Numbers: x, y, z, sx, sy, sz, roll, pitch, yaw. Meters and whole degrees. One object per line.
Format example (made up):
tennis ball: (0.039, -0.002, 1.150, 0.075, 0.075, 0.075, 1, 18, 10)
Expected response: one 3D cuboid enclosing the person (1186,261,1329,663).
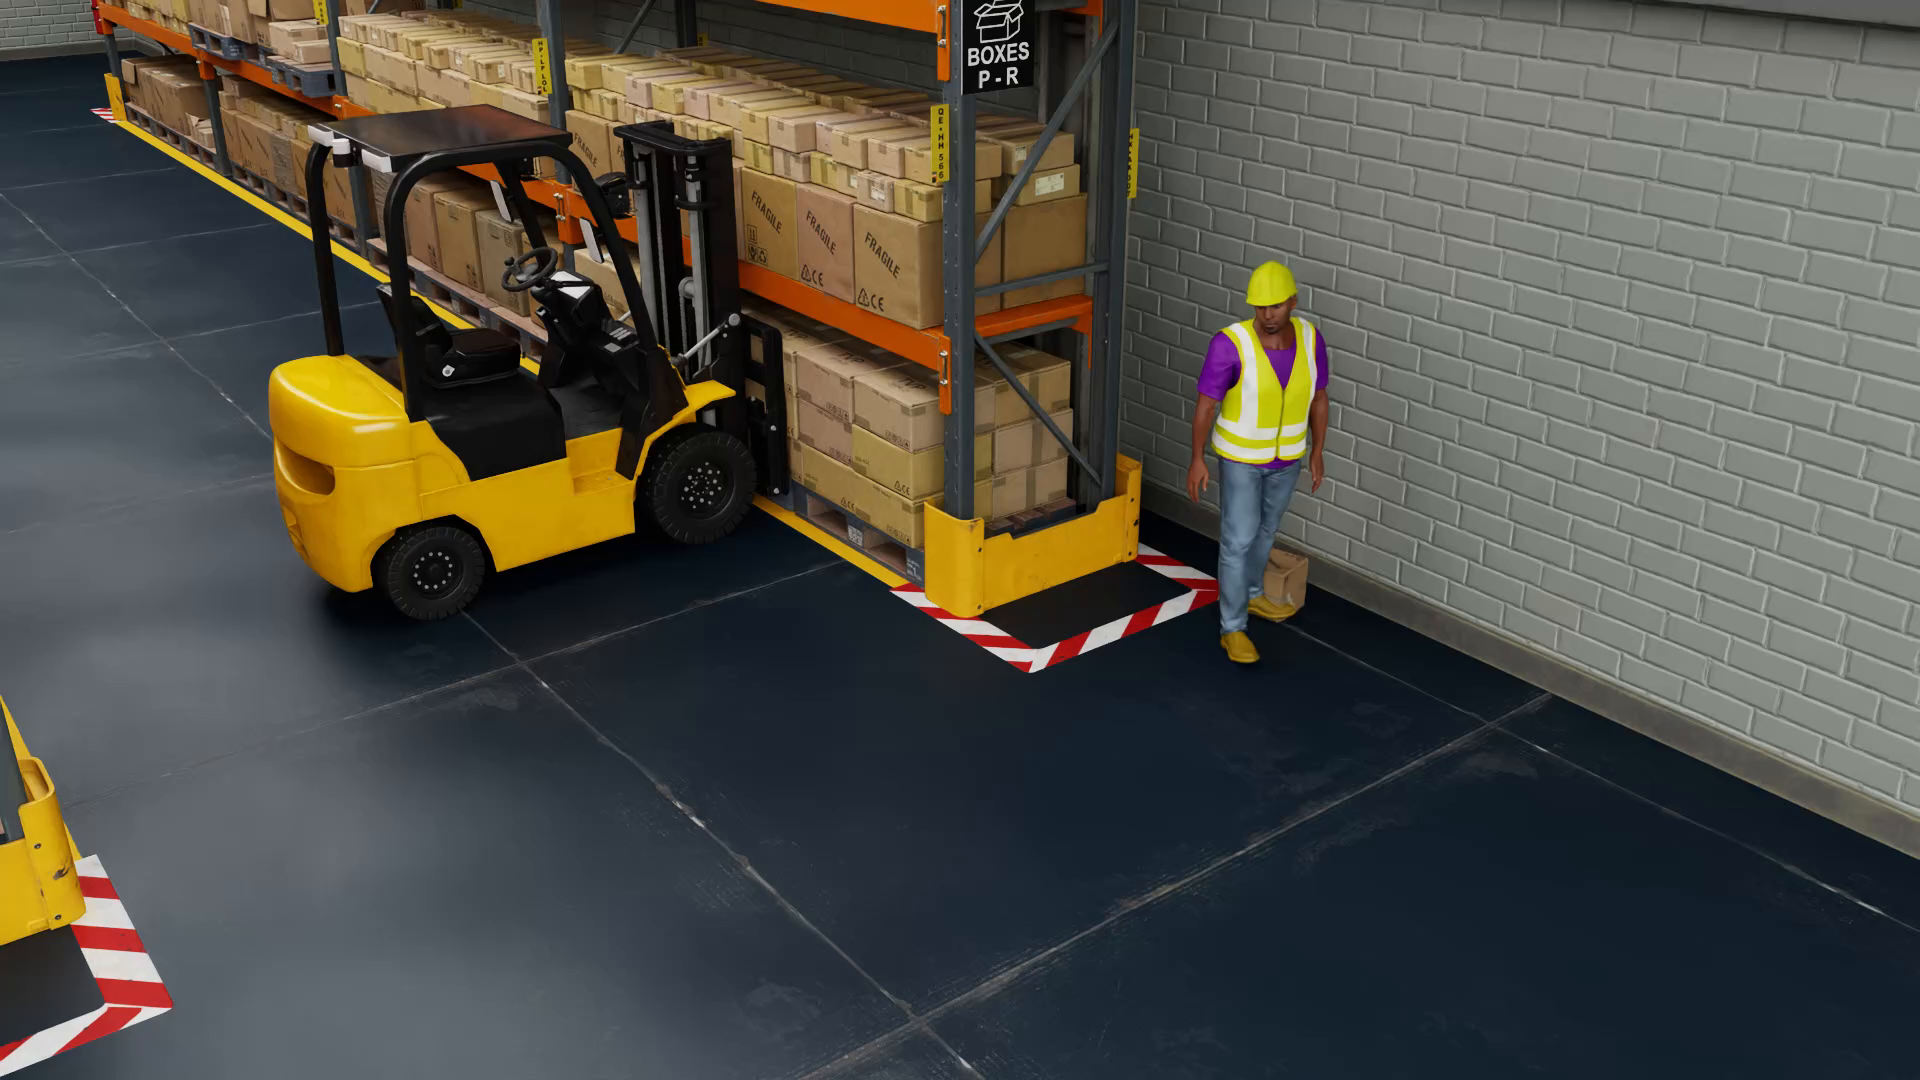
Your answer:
person: (1.319, -0.355, 7.311, 0.647, 1.766, 0.607, -9, 26, -20)
